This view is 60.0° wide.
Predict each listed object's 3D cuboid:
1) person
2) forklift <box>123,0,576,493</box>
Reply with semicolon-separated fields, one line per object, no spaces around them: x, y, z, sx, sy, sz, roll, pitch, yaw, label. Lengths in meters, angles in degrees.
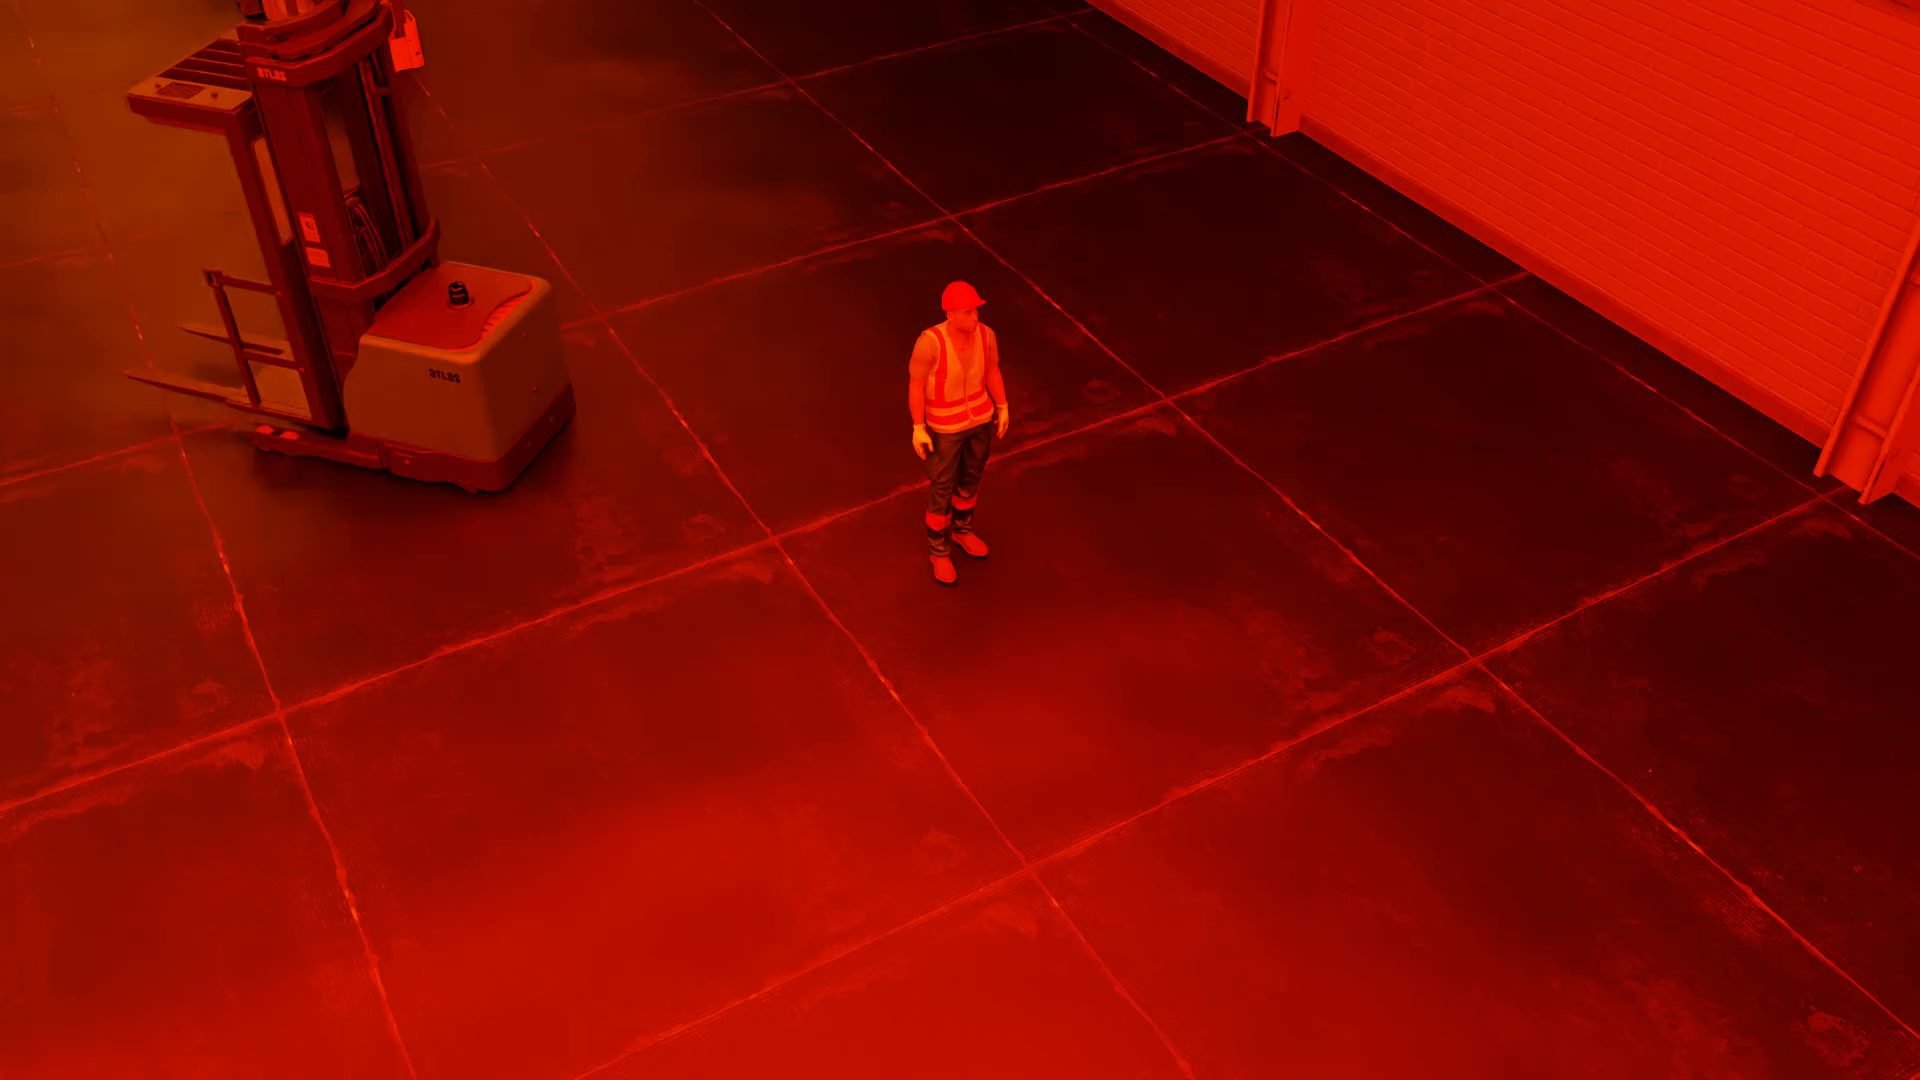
0.030;-0.646;9.698;0.637;1.790;0.562;-20;44;-23;person
-4.180;-1.988;10.433;3.031;2.935;1.130;12;41;14;forklift
